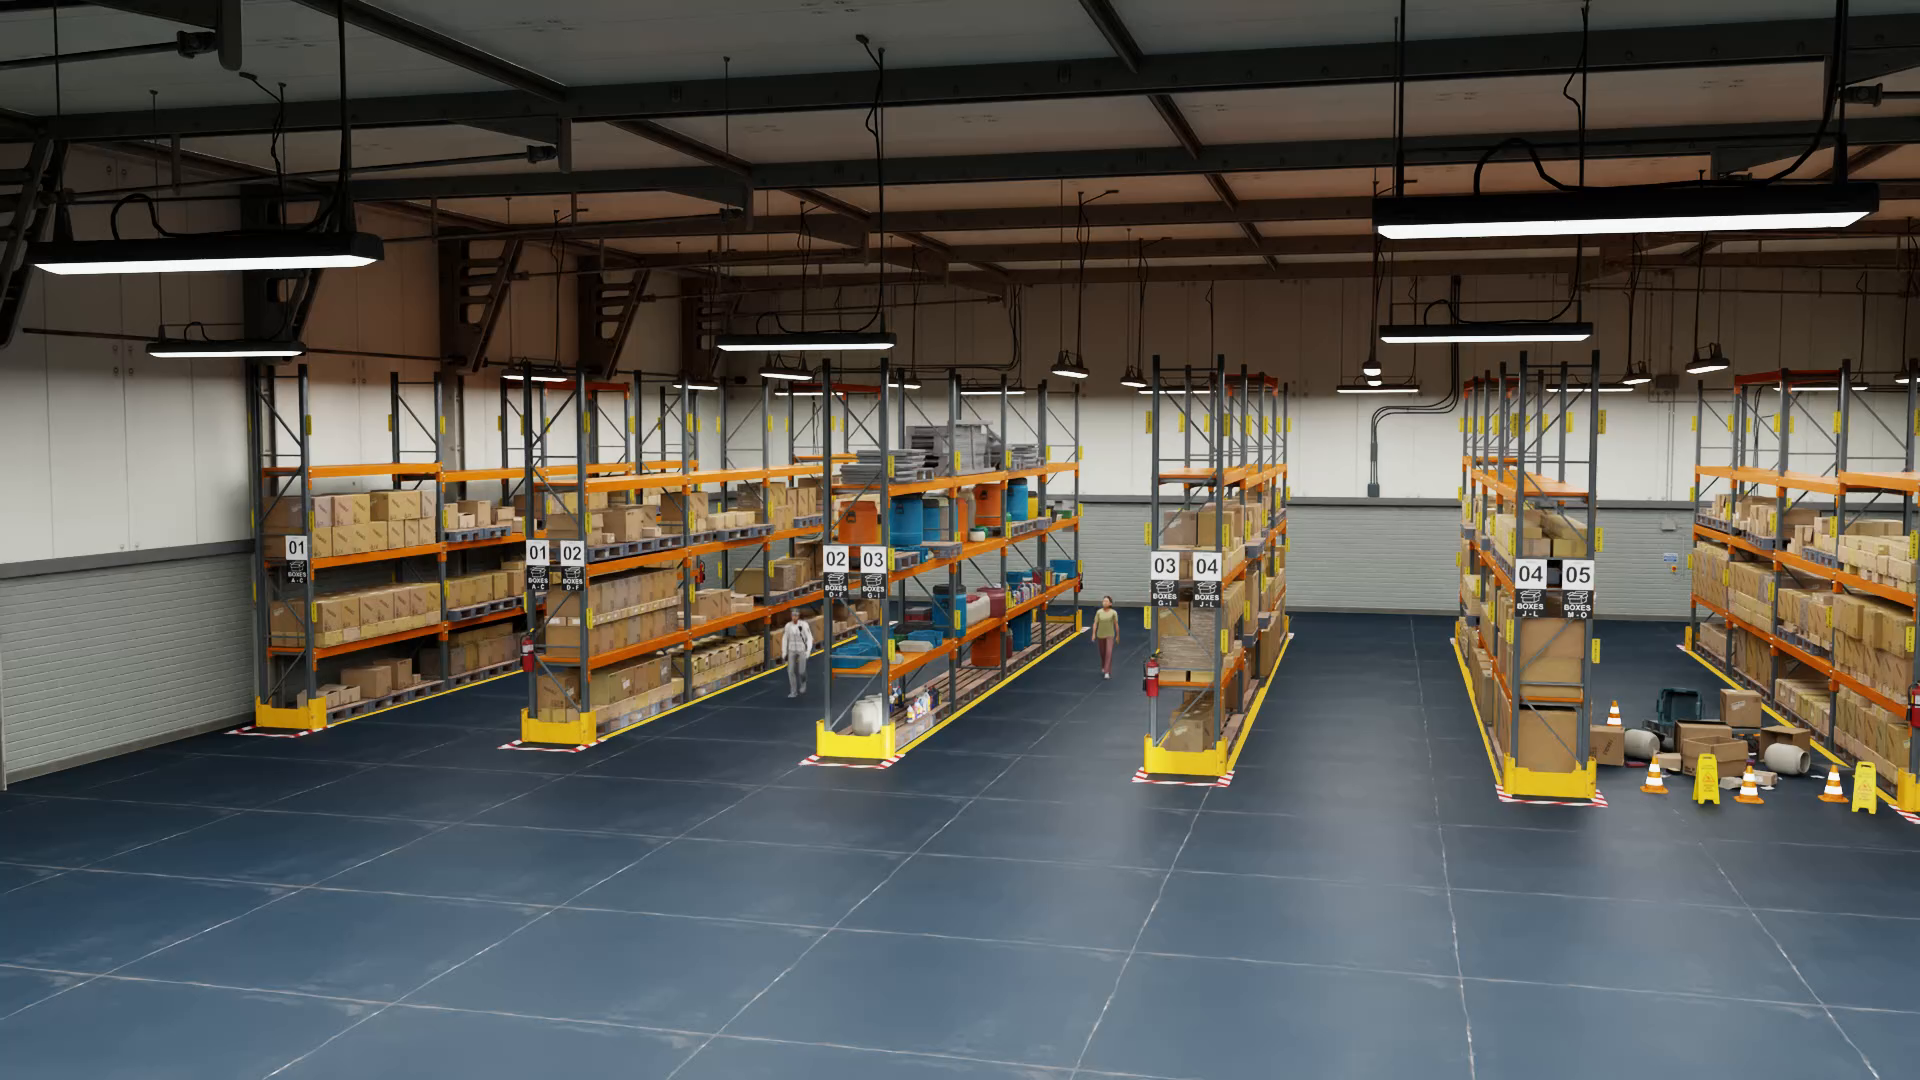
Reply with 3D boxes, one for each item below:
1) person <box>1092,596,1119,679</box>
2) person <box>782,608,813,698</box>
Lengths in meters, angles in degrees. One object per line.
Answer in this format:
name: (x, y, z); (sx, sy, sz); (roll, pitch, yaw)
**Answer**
person: (2.887, 1.916, 32.978); (0.523, 1.601, 1.082); (1, 4, 11)
person: (-3.003, 2.065, 30.787); (0.583, 1.660, 0.549); (1, 4, 12)
